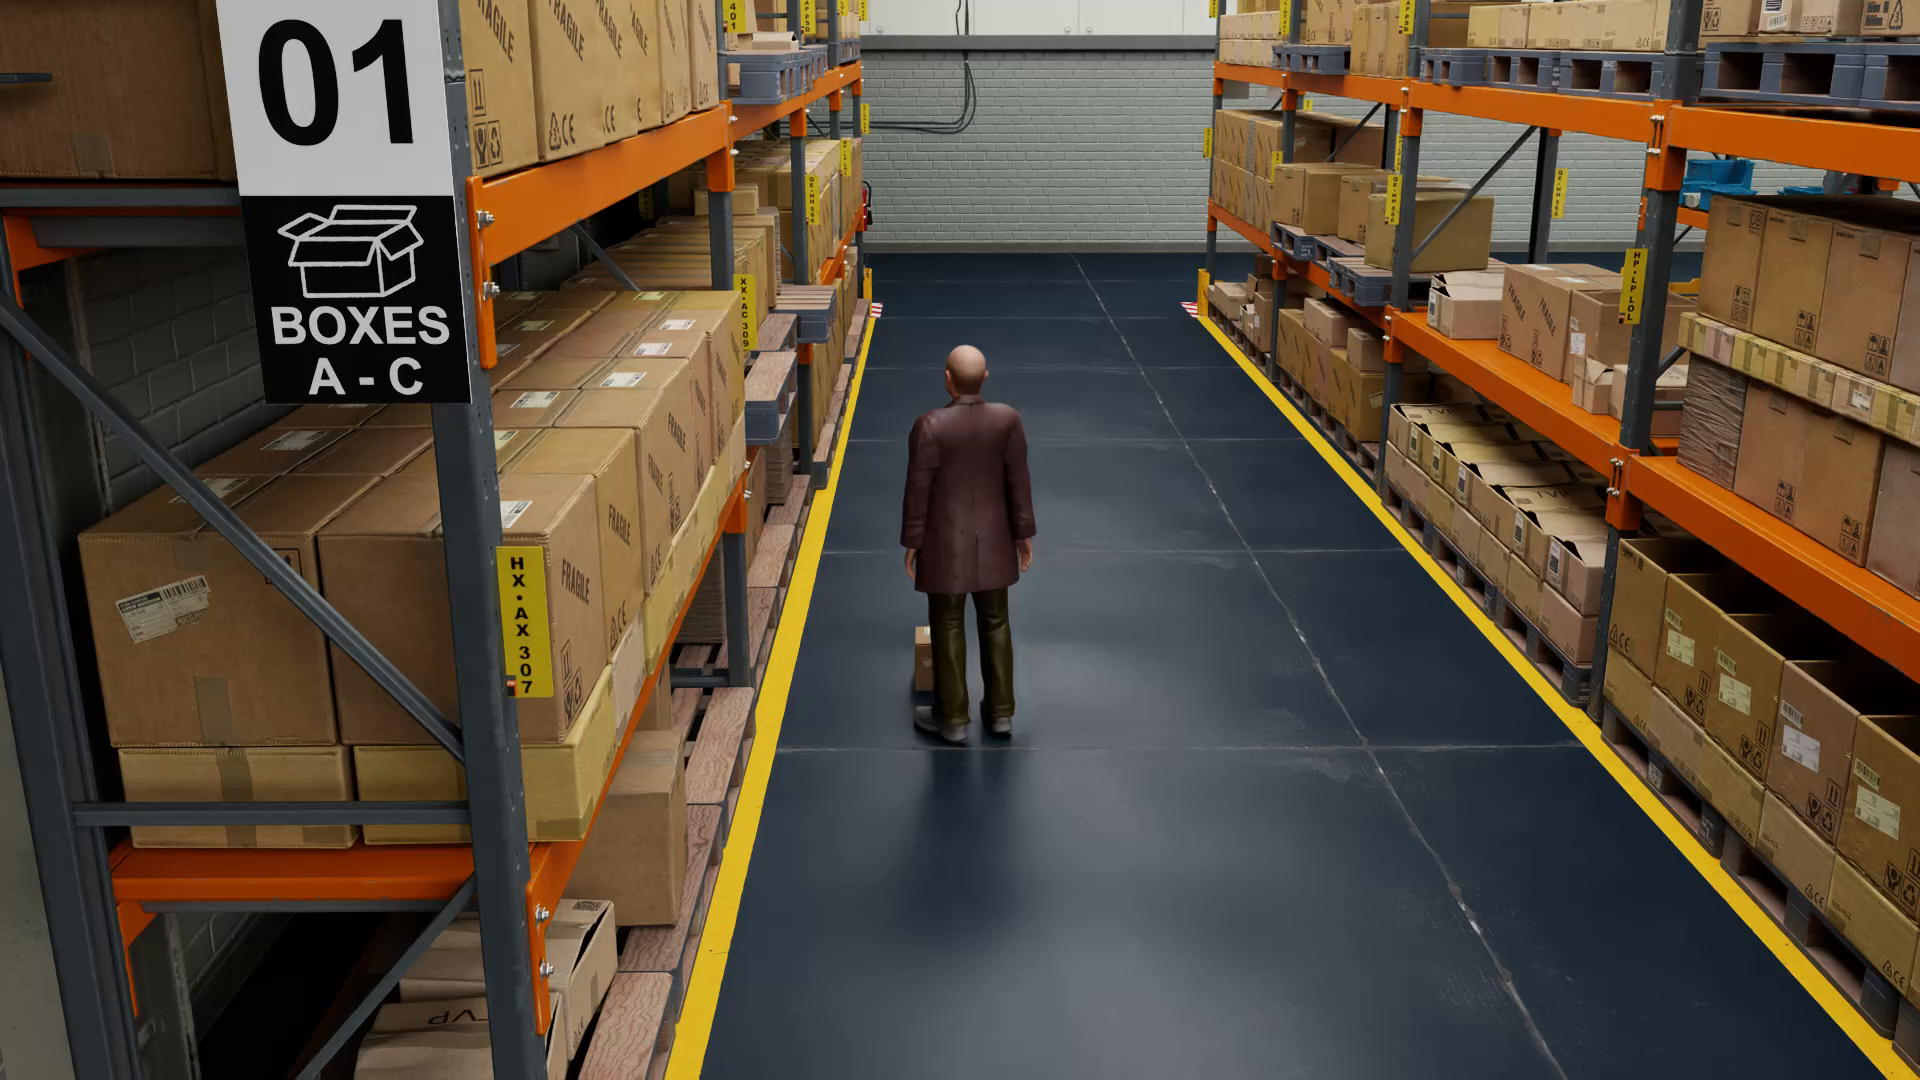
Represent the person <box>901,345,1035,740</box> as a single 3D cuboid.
[{"bbox_3d":[0.047,0.012,7.487,0.626,1.760,0.395,-5,18,-17],"label":"person"}]
